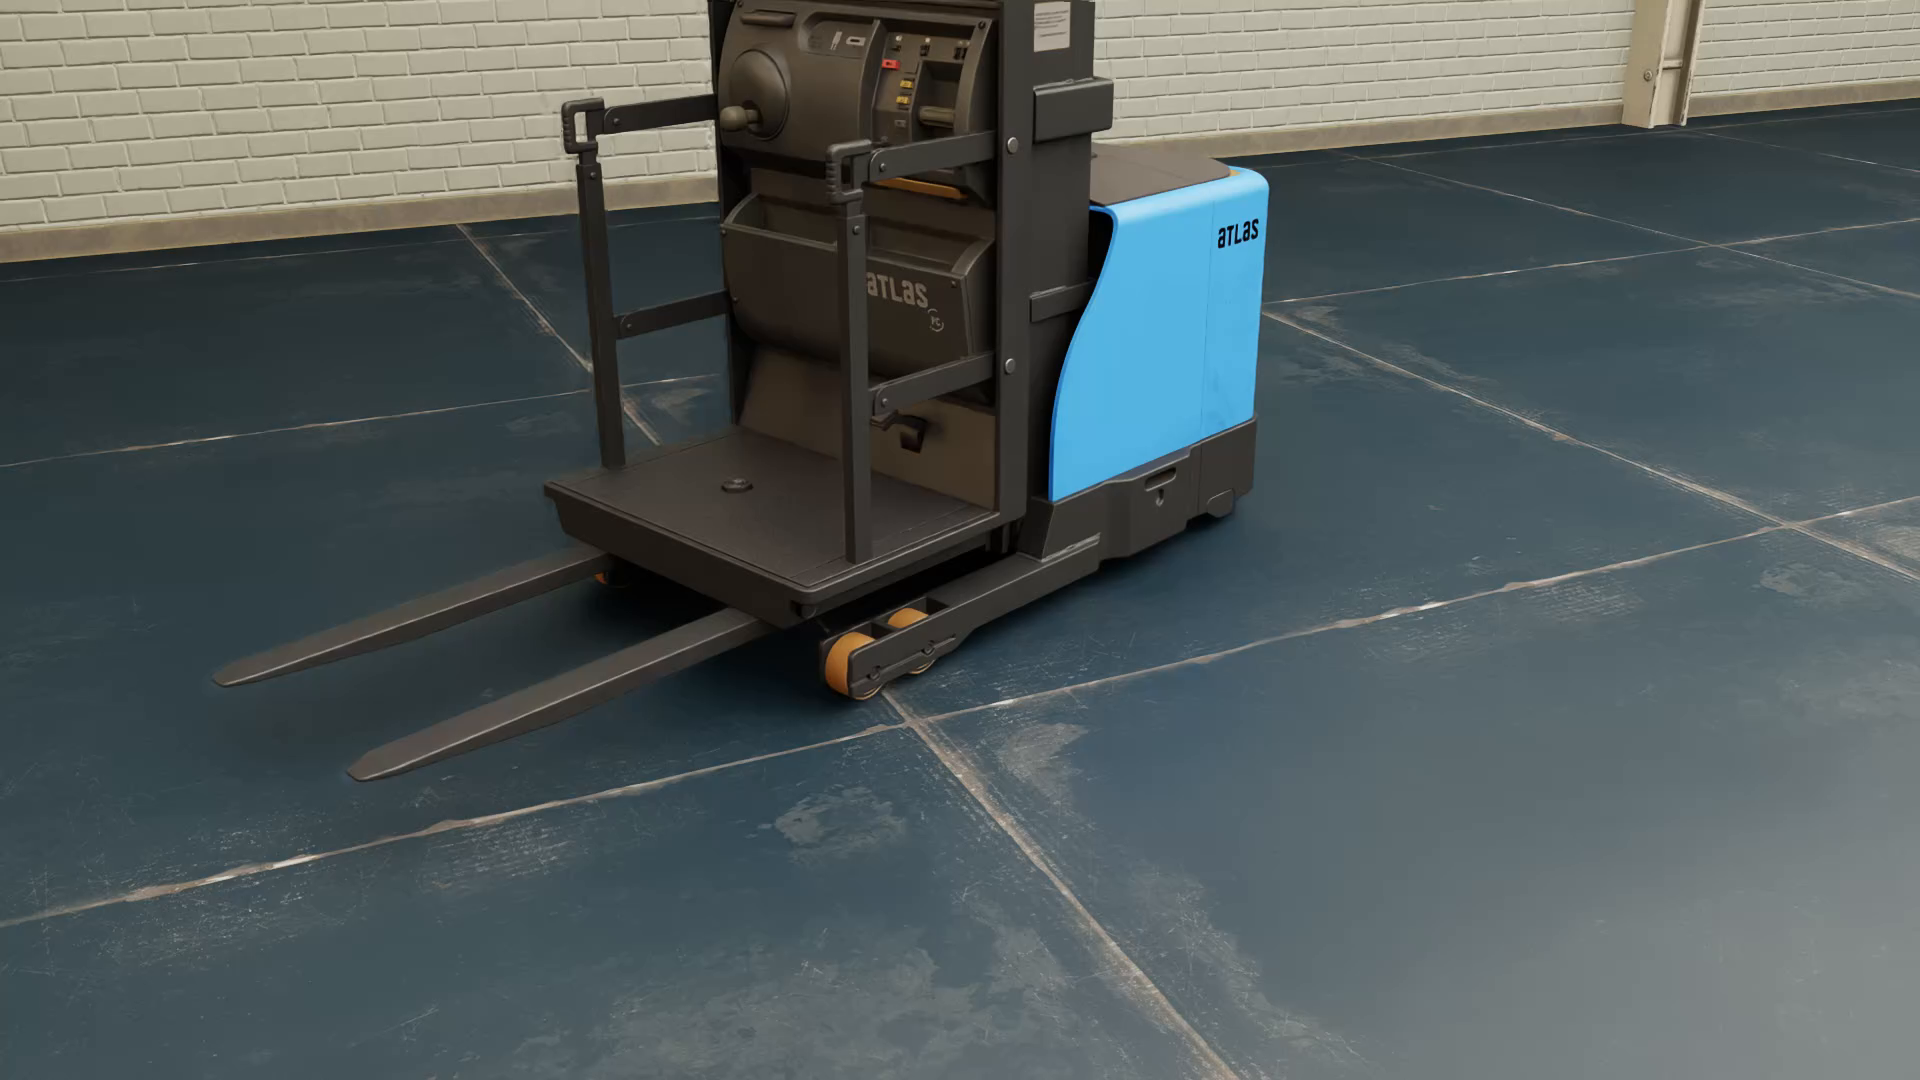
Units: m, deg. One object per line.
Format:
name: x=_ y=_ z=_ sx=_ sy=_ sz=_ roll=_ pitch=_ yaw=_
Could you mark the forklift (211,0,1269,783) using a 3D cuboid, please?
forklift: x=-0.430 y=-1.175 z=4.115 sx=1.130 sy=2.935 sz=3.031 roll=19 pitch=29 yaw=39
